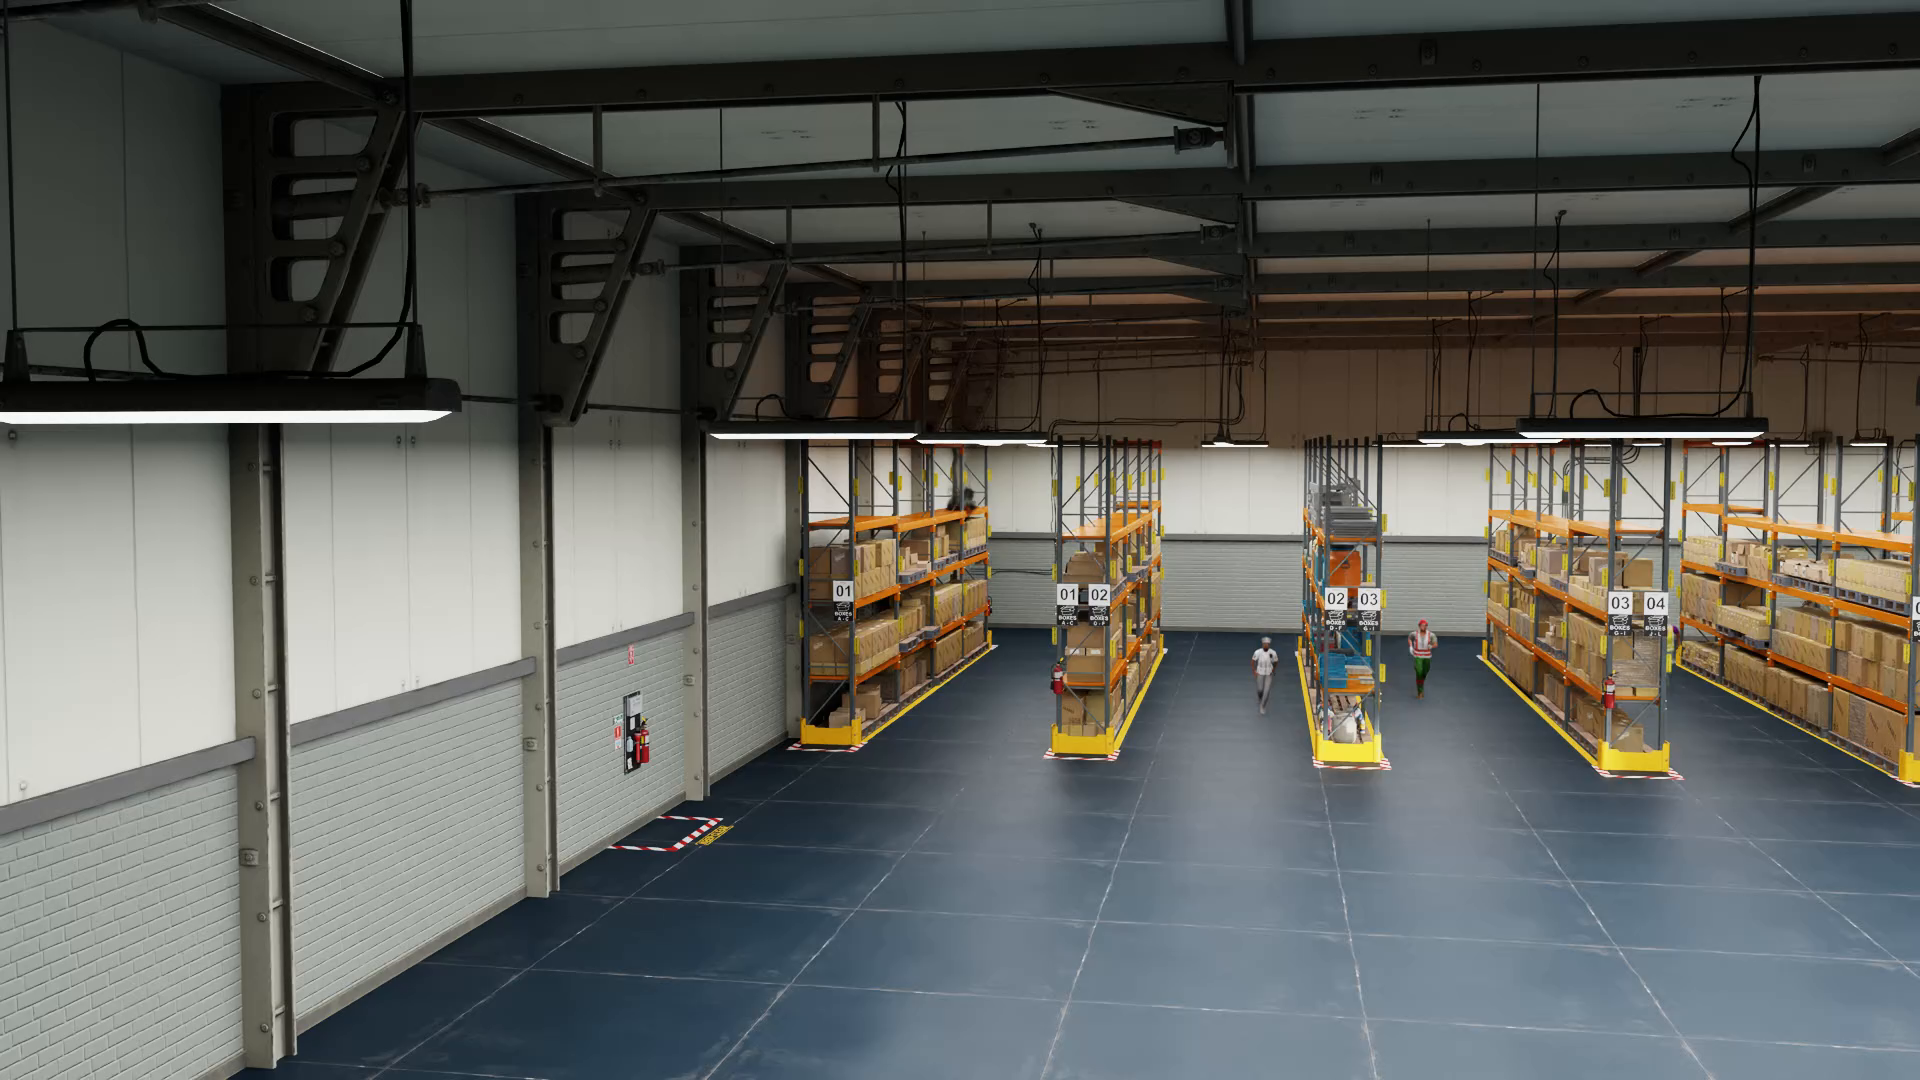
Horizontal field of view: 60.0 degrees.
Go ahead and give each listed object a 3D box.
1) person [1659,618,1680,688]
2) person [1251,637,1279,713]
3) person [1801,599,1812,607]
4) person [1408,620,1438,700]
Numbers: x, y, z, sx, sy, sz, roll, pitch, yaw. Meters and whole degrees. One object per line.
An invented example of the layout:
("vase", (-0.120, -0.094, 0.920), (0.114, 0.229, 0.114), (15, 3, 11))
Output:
("person", (16.953, 2.681, 39.970), (0.733, 1.748, 0.803), (1, 3, 10))
("person", (6.662, 2.944, 36.311), (0.588, 1.653, 0.546), (0, 3, 6))
("person", (23.093, 2.449, 45.155), (0.944, 1.688, 0.521), (0, 3, 5))
("person", (10.748, 2.755, 38.592), (0.622, 1.838, 0.996), (0, 3, 3))
